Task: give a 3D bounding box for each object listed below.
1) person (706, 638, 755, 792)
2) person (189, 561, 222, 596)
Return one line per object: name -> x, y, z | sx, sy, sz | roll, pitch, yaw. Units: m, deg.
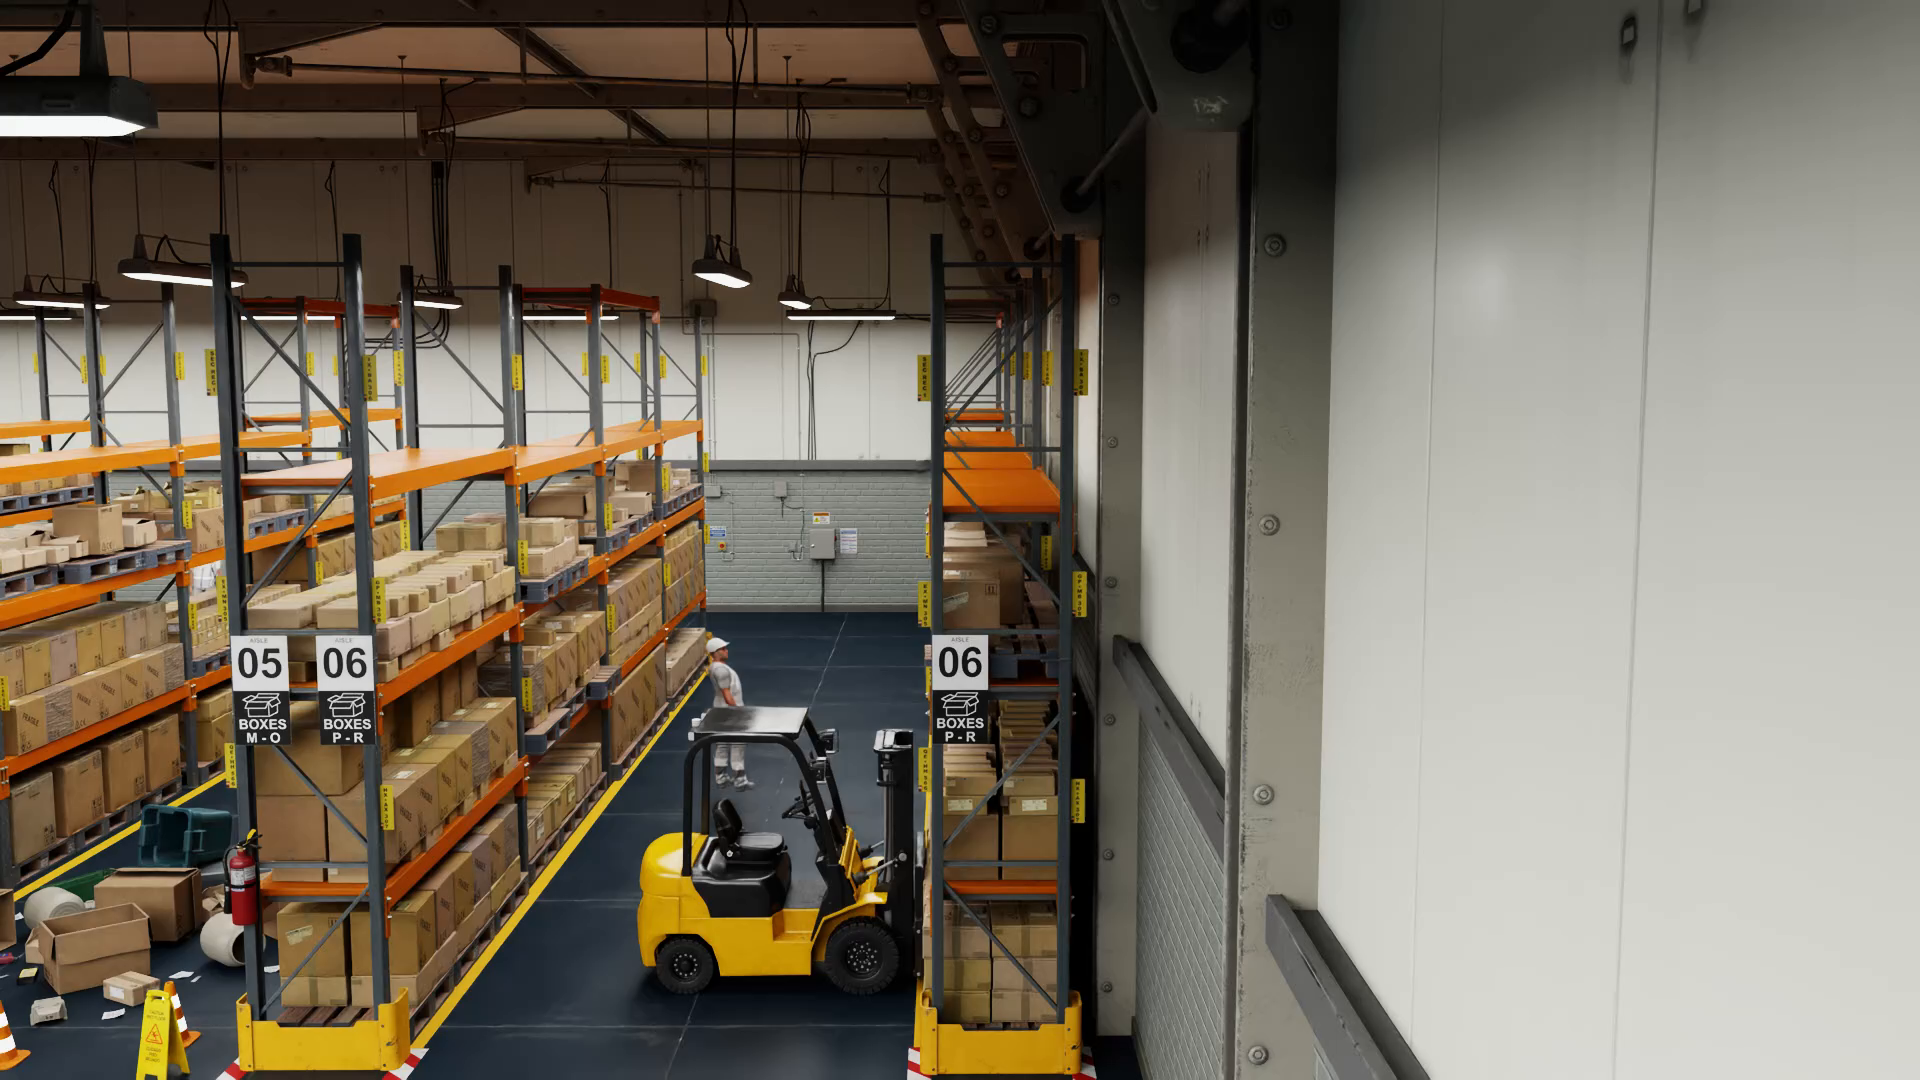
person -> -2.653, 2.011, 19.213 | 0.504, 1.776, 0.657 | -5, 8, -36
person -> -14.141, 0.891, 31.139 | 0.599, 1.758, 0.483 | 0, 6, -1
